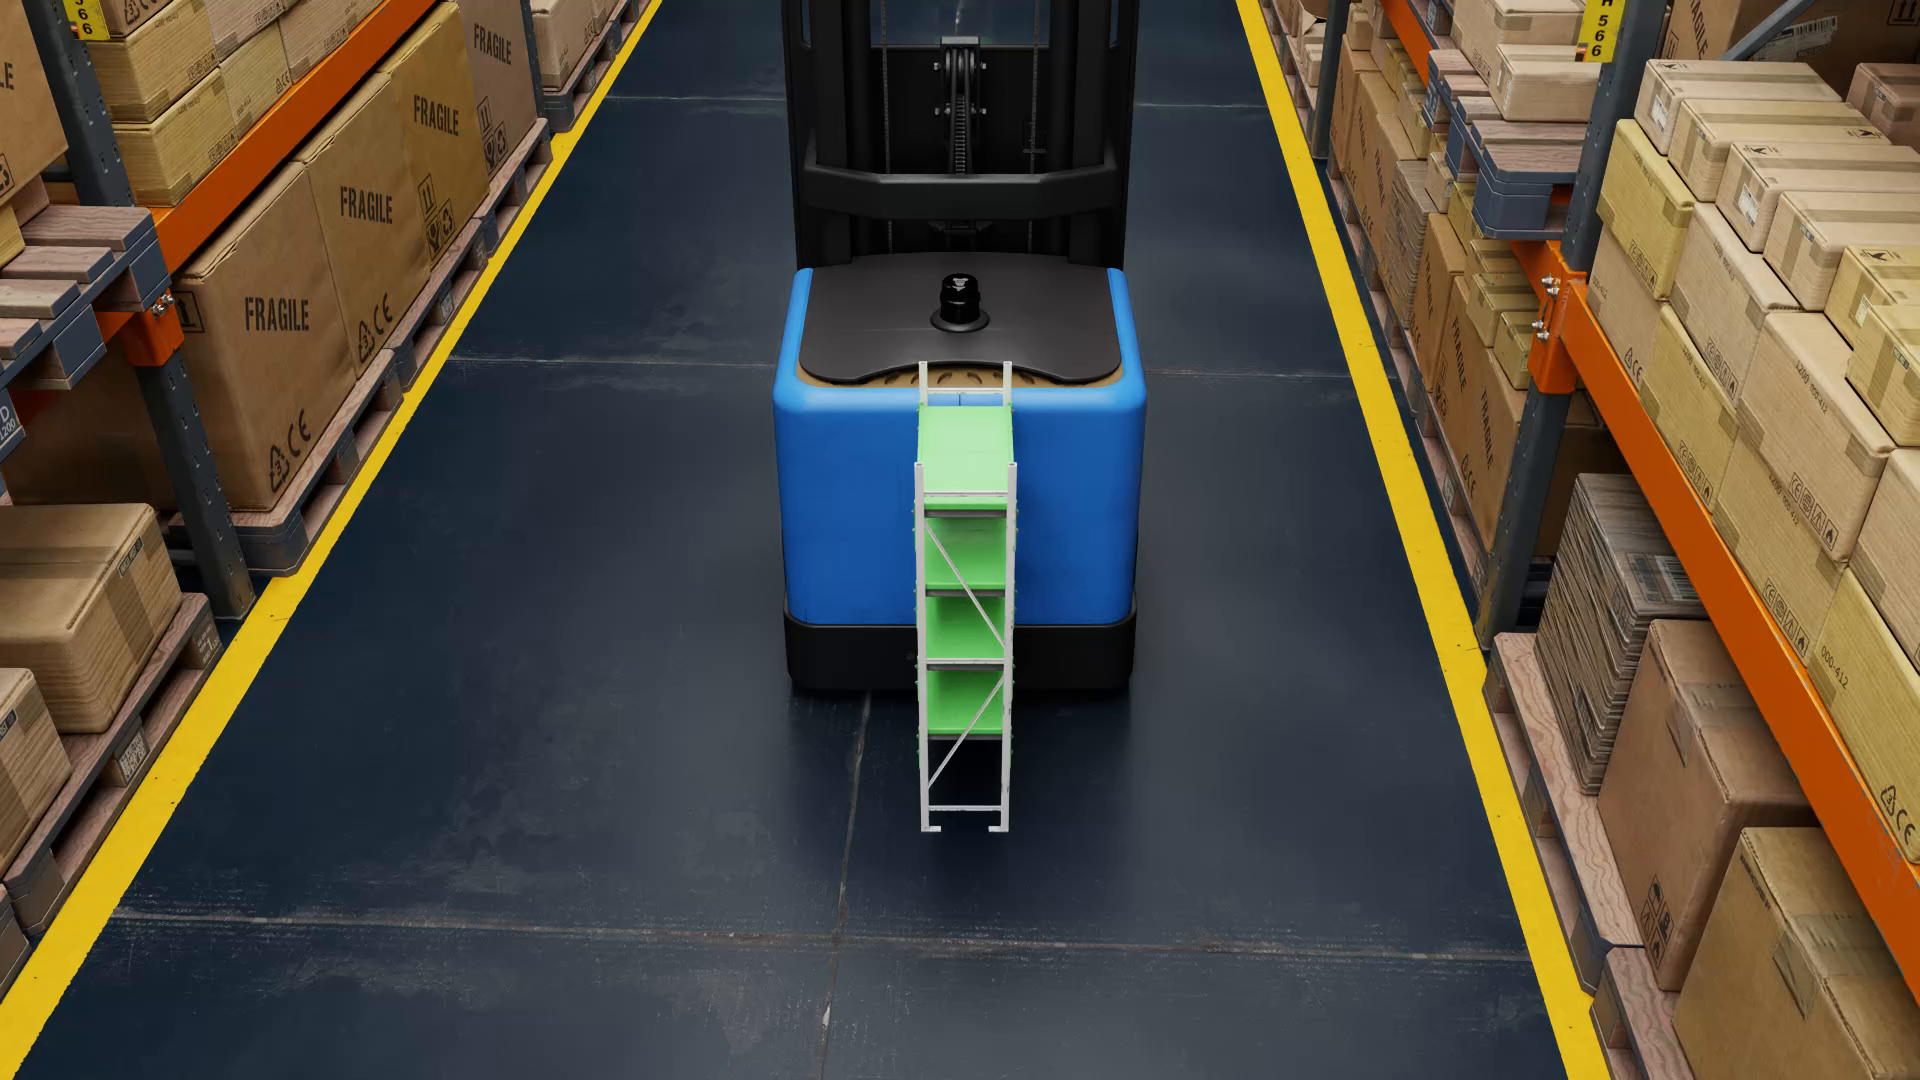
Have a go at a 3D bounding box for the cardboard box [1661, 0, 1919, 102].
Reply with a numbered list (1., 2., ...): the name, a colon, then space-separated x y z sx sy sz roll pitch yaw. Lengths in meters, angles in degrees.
1. cardboard box: 2.323 -1.399 4.680 0.500 0.500 0.500 3 35 4

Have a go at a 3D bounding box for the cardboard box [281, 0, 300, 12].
1. cardboard box: -2.492 -2.018 5.708 0.500 0.250 0.500 1 35 2

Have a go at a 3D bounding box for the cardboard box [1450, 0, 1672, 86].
1. cardboard box: 1.865 -1.618 5.209 0.500 0.250 0.500 0 35 0

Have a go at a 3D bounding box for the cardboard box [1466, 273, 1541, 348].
1. cardboard box: 1.893 -0.756 5.461 0.380 0.149 0.250 0 35 -1

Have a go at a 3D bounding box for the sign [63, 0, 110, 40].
1. sign: -2.271 -1.441 4.253 0.100 0.325 0.005 1 35 2

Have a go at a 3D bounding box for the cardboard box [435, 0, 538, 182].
1. cardboard box: -2.598 -2.249 7.824 0.875 0.875 0.875 2 35 3

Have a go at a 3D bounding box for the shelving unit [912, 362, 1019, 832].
1. shelving unit: 0.014 0.172 4.461 0.258 1.200 0.503 0 35 0

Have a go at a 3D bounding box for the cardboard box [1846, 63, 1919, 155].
1. cardboard box: 2.336 -1.009 3.926 0.380 0.149 0.250 2 35 3

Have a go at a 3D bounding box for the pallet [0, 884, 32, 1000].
1. pallet: -2.898 1.282 3.742 1.003 0.211 1.213 1 35 2

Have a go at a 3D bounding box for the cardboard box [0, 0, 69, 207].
1. cardboard box: -2.554 -1.073 3.958 0.500 0.500 0.500 0 35 1

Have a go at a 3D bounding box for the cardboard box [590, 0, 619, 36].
1. cardboard box: -2.485 -3.301 9.701 0.875 0.438 0.875 0 35 0

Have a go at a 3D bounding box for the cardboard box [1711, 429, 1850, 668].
1. cardboard box: 1.846 0.002 3.269 0.500 0.250 0.500 0 35 0

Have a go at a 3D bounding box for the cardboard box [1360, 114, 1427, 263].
1. cardboard box: 2.027 -1.476 7.050 0.500 0.500 0.500 0 35 0

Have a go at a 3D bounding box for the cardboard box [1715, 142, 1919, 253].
1. cardboard box: 1.845 -0.722 3.518 0.380 0.149 0.250 2 35 3

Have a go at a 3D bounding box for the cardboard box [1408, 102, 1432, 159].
1. cardboard box: 2.037 -1.655 6.741 0.380 0.149 0.250 3 35 4

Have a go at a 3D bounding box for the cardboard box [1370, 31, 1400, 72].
1. cardboard box: 2.093 -2.246 7.581 0.380 0.149 0.250 0 35 1

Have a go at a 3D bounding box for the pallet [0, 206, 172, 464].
1. pallet: -2.736 -0.516 4.043 1.213 0.211 1.003 1 35 2

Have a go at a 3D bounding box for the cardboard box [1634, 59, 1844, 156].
1. cardboard box: 1.839 -1.024 3.947 0.380 0.149 0.250 2 35 3

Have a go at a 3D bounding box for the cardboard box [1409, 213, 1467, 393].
1. cardboard box: 1.998 -0.879 6.201 0.500 0.500 0.500 3 35 4

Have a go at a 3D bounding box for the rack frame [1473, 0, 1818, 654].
1. rack frame: 2.146 -0.894 4.413 1.000 3.000 0.127 1 35 2

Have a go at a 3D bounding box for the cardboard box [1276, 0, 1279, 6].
1. cardboard box: 2.154 -3.499 9.928 0.500 0.500 0.500 2 35 3

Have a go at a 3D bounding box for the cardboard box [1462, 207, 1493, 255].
1. cardboard box: 2.004 -1.057 5.889 0.380 0.149 0.250 2 35 3

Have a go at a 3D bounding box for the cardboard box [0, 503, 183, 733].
1. cardboard box: -2.846 0.221 4.747 0.950 0.372 0.625 -1 35 -1

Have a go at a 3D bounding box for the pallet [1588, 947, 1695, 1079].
1. pallet: 2.023 1.418 3.549 1.003 0.211 1.213 1 35 2

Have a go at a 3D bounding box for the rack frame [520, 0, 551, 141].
1. rack frame: -2.653 -3.305 7.843 1.000 3.000 0.127 1 35 2

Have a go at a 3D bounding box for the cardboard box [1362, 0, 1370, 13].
1. cardboard box: 2.087 -2.527 7.723 0.380 0.149 0.250 1 35 1

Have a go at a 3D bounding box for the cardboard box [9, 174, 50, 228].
1. cardboard box: -2.591 -0.882 4.249 0.380 0.149 0.250 3 35 4

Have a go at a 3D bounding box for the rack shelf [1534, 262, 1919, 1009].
1. rack shelf: 2.066 0.549 2.985 1.077 0.370 4.000 1 35 2

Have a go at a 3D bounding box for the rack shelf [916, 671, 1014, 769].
1. rack shelf: 0.014 0.421 4.636 0.258 0.148 0.480 0 35 0

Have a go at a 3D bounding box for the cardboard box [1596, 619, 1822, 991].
1. cardboard box: 2.089 0.639 3.932 0.875 0.625 0.625 2 35 3

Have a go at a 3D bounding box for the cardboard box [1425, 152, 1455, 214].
1. cardboard box: 1.995 -1.359 6.320 0.380 0.149 0.250 0 35 0

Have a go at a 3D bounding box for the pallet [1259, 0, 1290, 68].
1. pallet: 2.382 -3.148 10.047 1.003 0.211 1.213 1 35 2

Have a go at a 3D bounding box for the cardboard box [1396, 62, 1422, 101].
1. cardboard box: 2.097 -1.940 7.147 0.380 0.149 0.250 1 35 1

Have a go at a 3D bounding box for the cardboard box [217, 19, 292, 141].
1. cardboard box: -2.539 -1.516 5.429 0.500 0.250 0.500 0 35 1

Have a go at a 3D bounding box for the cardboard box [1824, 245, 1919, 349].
1. cardboard box: 1.867 -0.427 3.098 0.380 0.149 0.250 2 35 2

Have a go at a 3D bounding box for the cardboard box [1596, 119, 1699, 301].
1. cardboard box: 1.860 -0.788 3.959 0.500 0.250 0.500 1 35 2

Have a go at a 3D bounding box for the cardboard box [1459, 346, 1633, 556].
1. cardboard box: 1.949 -0.291 5.364 0.500 0.500 0.500 2 35 3

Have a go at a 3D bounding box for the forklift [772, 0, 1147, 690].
1. forklift: 0.000 -1.561 5.423 1.130 2.935 3.031 0 35 0

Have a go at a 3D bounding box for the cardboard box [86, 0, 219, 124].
1. cardboard box: -2.546 -1.435 4.879 0.500 0.250 0.500 1 35 2

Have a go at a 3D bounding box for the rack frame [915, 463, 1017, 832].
1. rack frame: 0.013 0.313 4.262 0.240 1.200 0.015 0 35 0

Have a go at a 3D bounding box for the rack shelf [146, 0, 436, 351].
1. rack shelf: -2.733 -1.861 6.415 1.077 0.370 4.000 1 35 2

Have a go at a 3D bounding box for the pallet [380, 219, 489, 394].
1. pallet: -2.655 -1.016 7.012 1.003 0.211 1.213 1 35 2

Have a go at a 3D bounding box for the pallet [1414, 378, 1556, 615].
1. pallet: 2.214 -0.181 5.824 1.003 0.211 1.213 1 35 2

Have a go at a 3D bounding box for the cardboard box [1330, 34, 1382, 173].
1. cardboard box: 2.063 -2.069 7.893 0.500 0.500 0.500 3 35 4

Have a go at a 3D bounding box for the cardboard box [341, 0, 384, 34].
1. cardboard box: -2.496 -2.101 6.261 0.500 0.250 0.500 1 35 2

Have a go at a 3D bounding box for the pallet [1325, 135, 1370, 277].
1. pallet: 2.312 -1.583 7.819 1.003 0.211 1.213 1 35 2

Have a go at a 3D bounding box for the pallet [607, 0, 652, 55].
1. pallet: -2.498 -3.302 10.264 1.003 0.211 1.213 1 35 2

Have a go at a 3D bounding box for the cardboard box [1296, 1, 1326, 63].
1. cardboard box: 2.050 -2.777 9.106 0.396 0.266 0.258 3 35 4

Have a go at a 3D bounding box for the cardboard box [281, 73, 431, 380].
1. cardboard box: -2.663 -1.216 6.355 0.875 0.875 0.875 2 35 2

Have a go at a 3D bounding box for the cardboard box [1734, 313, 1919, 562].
1. cardboard box: 1.824 -0.200 3.121 0.500 0.250 0.500 0 35 1

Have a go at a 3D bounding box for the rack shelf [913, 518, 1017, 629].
1. rack shelf: 0.014 0.028 4.360 0.258 0.148 0.480 0 35 0

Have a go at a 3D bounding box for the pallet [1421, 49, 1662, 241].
1. pallet: 2.104 -1.207 5.025 1.213 0.211 1.003 1 35 2

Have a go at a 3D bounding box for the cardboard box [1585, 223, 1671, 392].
1. cardboard box: 1.884 -0.583 4.102 0.500 0.250 0.500 1 35 2
